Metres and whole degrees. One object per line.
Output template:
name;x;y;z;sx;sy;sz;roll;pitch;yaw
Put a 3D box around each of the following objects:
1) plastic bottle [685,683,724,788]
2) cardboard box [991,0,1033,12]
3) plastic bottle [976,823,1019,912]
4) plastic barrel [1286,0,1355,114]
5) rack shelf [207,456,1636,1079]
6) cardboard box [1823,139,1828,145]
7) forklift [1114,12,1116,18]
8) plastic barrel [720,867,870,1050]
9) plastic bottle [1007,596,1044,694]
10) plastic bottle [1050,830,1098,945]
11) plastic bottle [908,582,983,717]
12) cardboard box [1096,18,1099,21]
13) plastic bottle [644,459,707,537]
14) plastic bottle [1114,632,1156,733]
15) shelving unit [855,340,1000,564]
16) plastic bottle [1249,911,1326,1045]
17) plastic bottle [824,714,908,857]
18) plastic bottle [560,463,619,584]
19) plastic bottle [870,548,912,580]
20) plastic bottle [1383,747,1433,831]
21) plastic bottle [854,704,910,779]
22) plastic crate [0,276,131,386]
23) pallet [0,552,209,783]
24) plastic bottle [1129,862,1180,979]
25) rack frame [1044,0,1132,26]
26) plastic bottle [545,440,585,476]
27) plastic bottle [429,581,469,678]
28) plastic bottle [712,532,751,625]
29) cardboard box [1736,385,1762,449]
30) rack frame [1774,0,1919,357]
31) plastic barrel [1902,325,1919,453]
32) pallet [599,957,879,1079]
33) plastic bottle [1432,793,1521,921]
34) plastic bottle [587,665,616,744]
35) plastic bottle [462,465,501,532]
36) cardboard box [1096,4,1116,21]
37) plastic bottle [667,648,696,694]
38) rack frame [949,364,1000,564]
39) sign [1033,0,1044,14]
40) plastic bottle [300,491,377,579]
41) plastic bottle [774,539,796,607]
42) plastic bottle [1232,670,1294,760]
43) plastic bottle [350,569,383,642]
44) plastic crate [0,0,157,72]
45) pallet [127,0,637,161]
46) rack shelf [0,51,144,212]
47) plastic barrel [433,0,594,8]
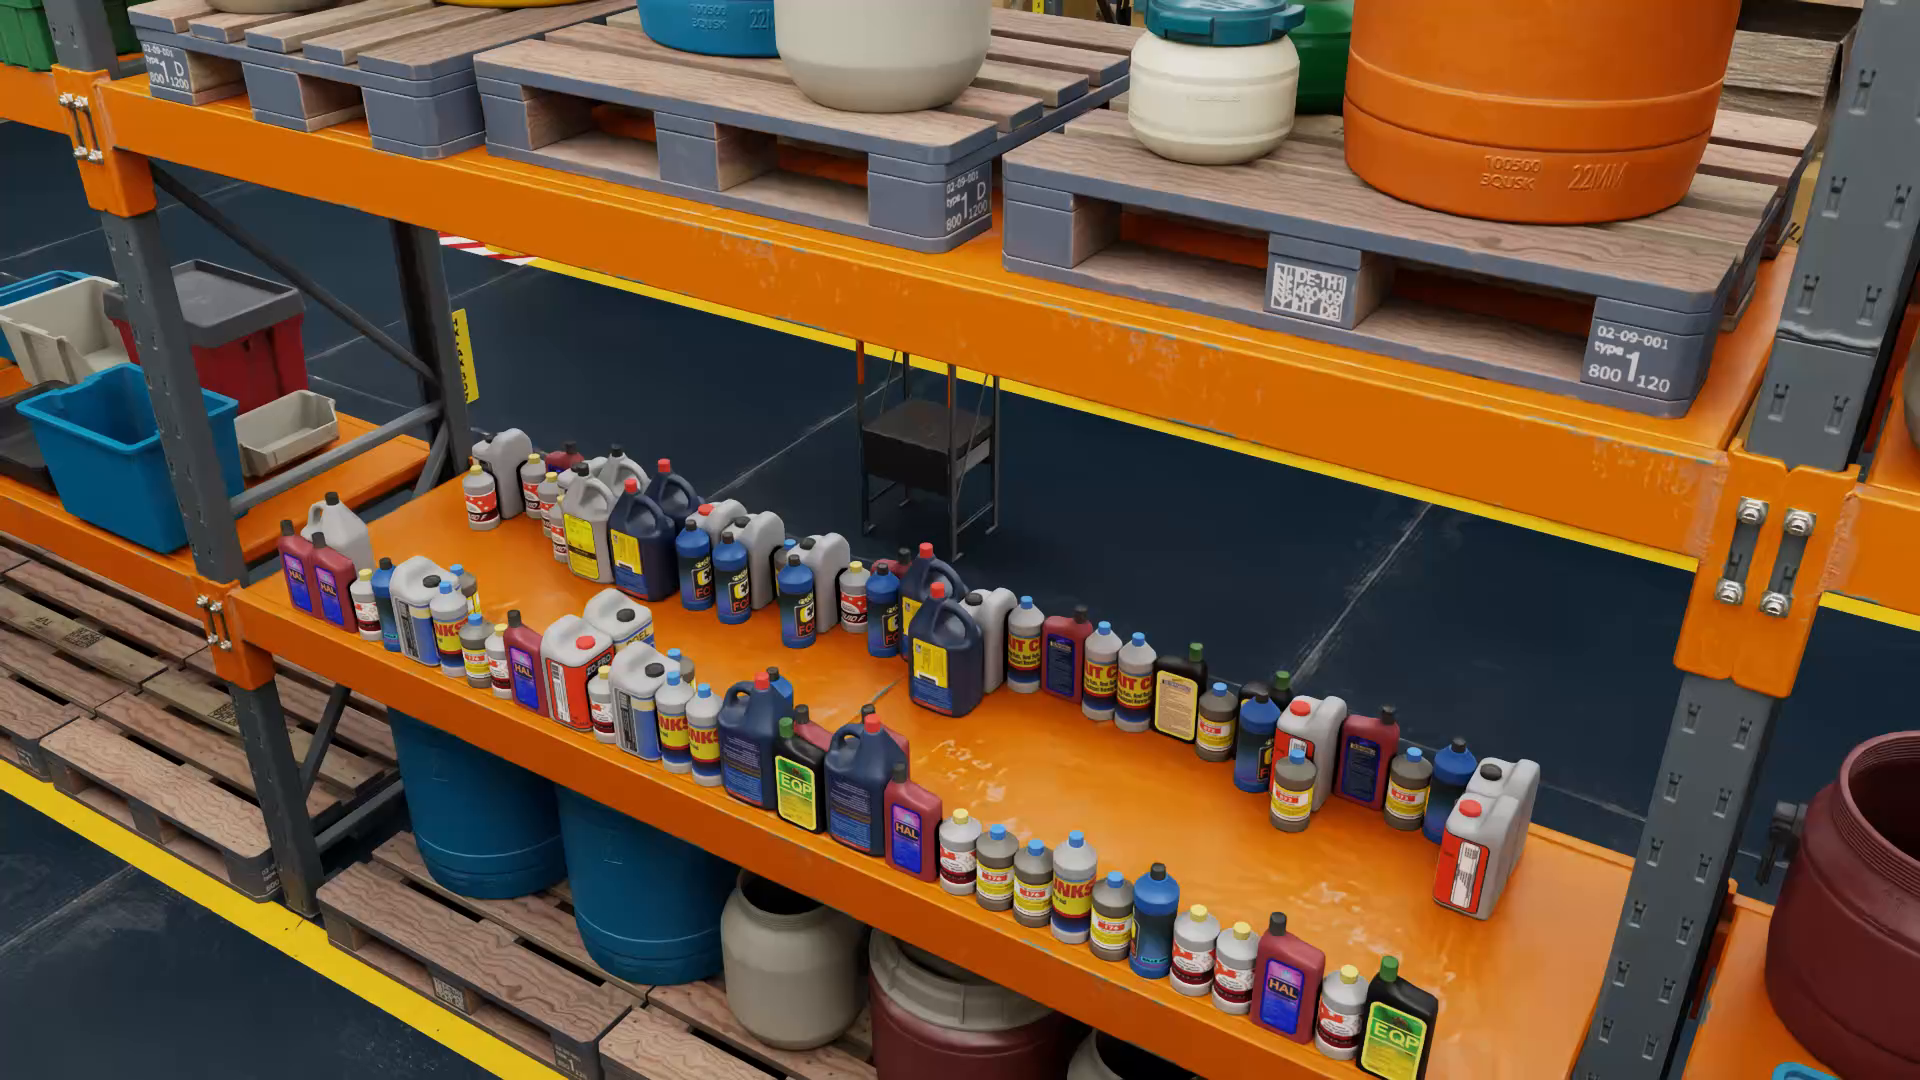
plastic bottle;-0.620;0.472;4.092;0.097;0.271;0.097;0;30;0
cardboard box;0.145;-2.760;8.613;0.500;0.500;0.500;19;35;29
plastic bottle;0.084;0.725;3.728;0.097;0.201;0.097;0;30;0
plastic barrel;0.656;-0.970;3.196;0.294;0.245;0.294;0;30;0
rack shelf;-0.263;0.597;4.463;4.000;0.370;1.077;18;35;27
cardboard box;3.798;-1.581;7.384;0.500;0.500;0.500;19;35;29
forklift;1.836;-3.391;10.653;3.031;2.935;1.130;17;34;27
plastic barrel;-0.474;1.176;4.810;0.421;0.512;0.421;0;30;0
plastic bottle;0.175;0.272;4.435;0.097;0.271;0.097;0;30;0
plastic bottle;0.249;0.747;3.621;0.097;0.271;0.097;0;30;0
plastic bottle;-0.038;0.275;4.351;0.185;0.351;0.144;18;35;27
cardboard box;0.971;-4.270;13.915;0.250;0.149;0.380;16;34;25
plastic bottle;-0.847;-0.072;4.945;0.185;0.351;0.144;18;35;27
plastic bottle;0.453;0.360;4.284;0.097;0.271;0.097;0;30;0
shelving unit;-0.140;-0.951;7.297;0.503;2.100;0.431;18;35;27
plastic bottle;0.667;0.885;3.373;0.133;0.283;0.061;18;35;27
plastic bottle;-0.219;0.551;3.878;0.185;0.351;0.144;18;35;27
plastic bottle;-1.081;-0.060;4.925;0.185;0.351;0.144;18;35;27
plastic bottle;-0.184;0.142;4.645;0.133;0.283;0.061;18;35;27
plastic bottle;1.071;0.585;3.967;0.097;0.201;0.097;0;30;0
plastic bottle;-0.186;0.529;3.982;0.133;0.283;0.061;18;35;27
plastic crate;-3.152;-0.712;6.051;0.530;0.282;0.437;18;35;27
pallet;-3.637;0.448;6.772;1.213;0.211;1.003;18;35;27
plastic bottle;0.414;0.799;3.532;0.097;0.271;0.097;0;30;0
rack frame;0.677;-2.363;8.824;0.127;3.000;1.000;18;35;27
plastic bottle;-1.231;-0.189;5.213;0.133;0.283;0.061;18;35;27
plastic bottle;-1.373;0.234;4.500;0.097;0.271;0.097;0;30;0
plastic bottle;-0.651;0.101;4.728;0.097;0.271;0.097;0;30;0
cardboard box;3.491;-0.749;7.749;0.875;0.875;1.225;16;34;25
rack frame;1.431;-1.769;1.852;0.127;3.000;1.000;18;35;27
plastic barrel;1.532;-0.308;2.213;0.421;0.512;0.421;0;30;0
pallet;-0.288;1.506;4.959;1.213;0.211;1.003;18;35;27
plastic bottle;1.156;0.687;3.719;0.135;0.276;0.152;18;35;27
plastic bottle;-0.899;0.414;4.261;0.097;0.201;0.097;0;30;0
plastic bottle;-1.501;-0.138;5.206;0.097;0.201;0.097;0;30;0
cardboard box;1.249;-4.495;14.299;0.250;0.149;0.380;16;34;25
plastic bottle;-0.736;0.375;4.327;0.097;0.201;0.097;0;30;0
rack frame;0.066;-0.886;7.185;0.015;2.100;0.400;18;35;27
sign;0.383;-2.534;8.179;0.005;0.325;0.100;18;35;27
plastic bottle;-1.796;0.015;4.796;0.185;0.351;0.144;18;35;27
plastic bottle;-0.487;0.093;4.812;0.097;0.201;0.097;0;30;0
plastic bottle;0.756;0.439;4.136;0.133;0.283;0.061;18;35;27
plastic bottle;-1.652;0.176;4.669;0.097;0.201;0.097;0;30;0
plastic crate;-2.476;-1.438;4.472;0.662;0.188;0.450;18;35;27
pallet;-1.241;-1.295;4.204;1.003;0.211;1.213;18;35;27
rack shelf;-3.650;-1.770;5.544;4.000;0.370;1.077;18;35;27
plastic barrel;-1.076;-1.650;4.021;0.600;0.588;0.600;0;30;0
